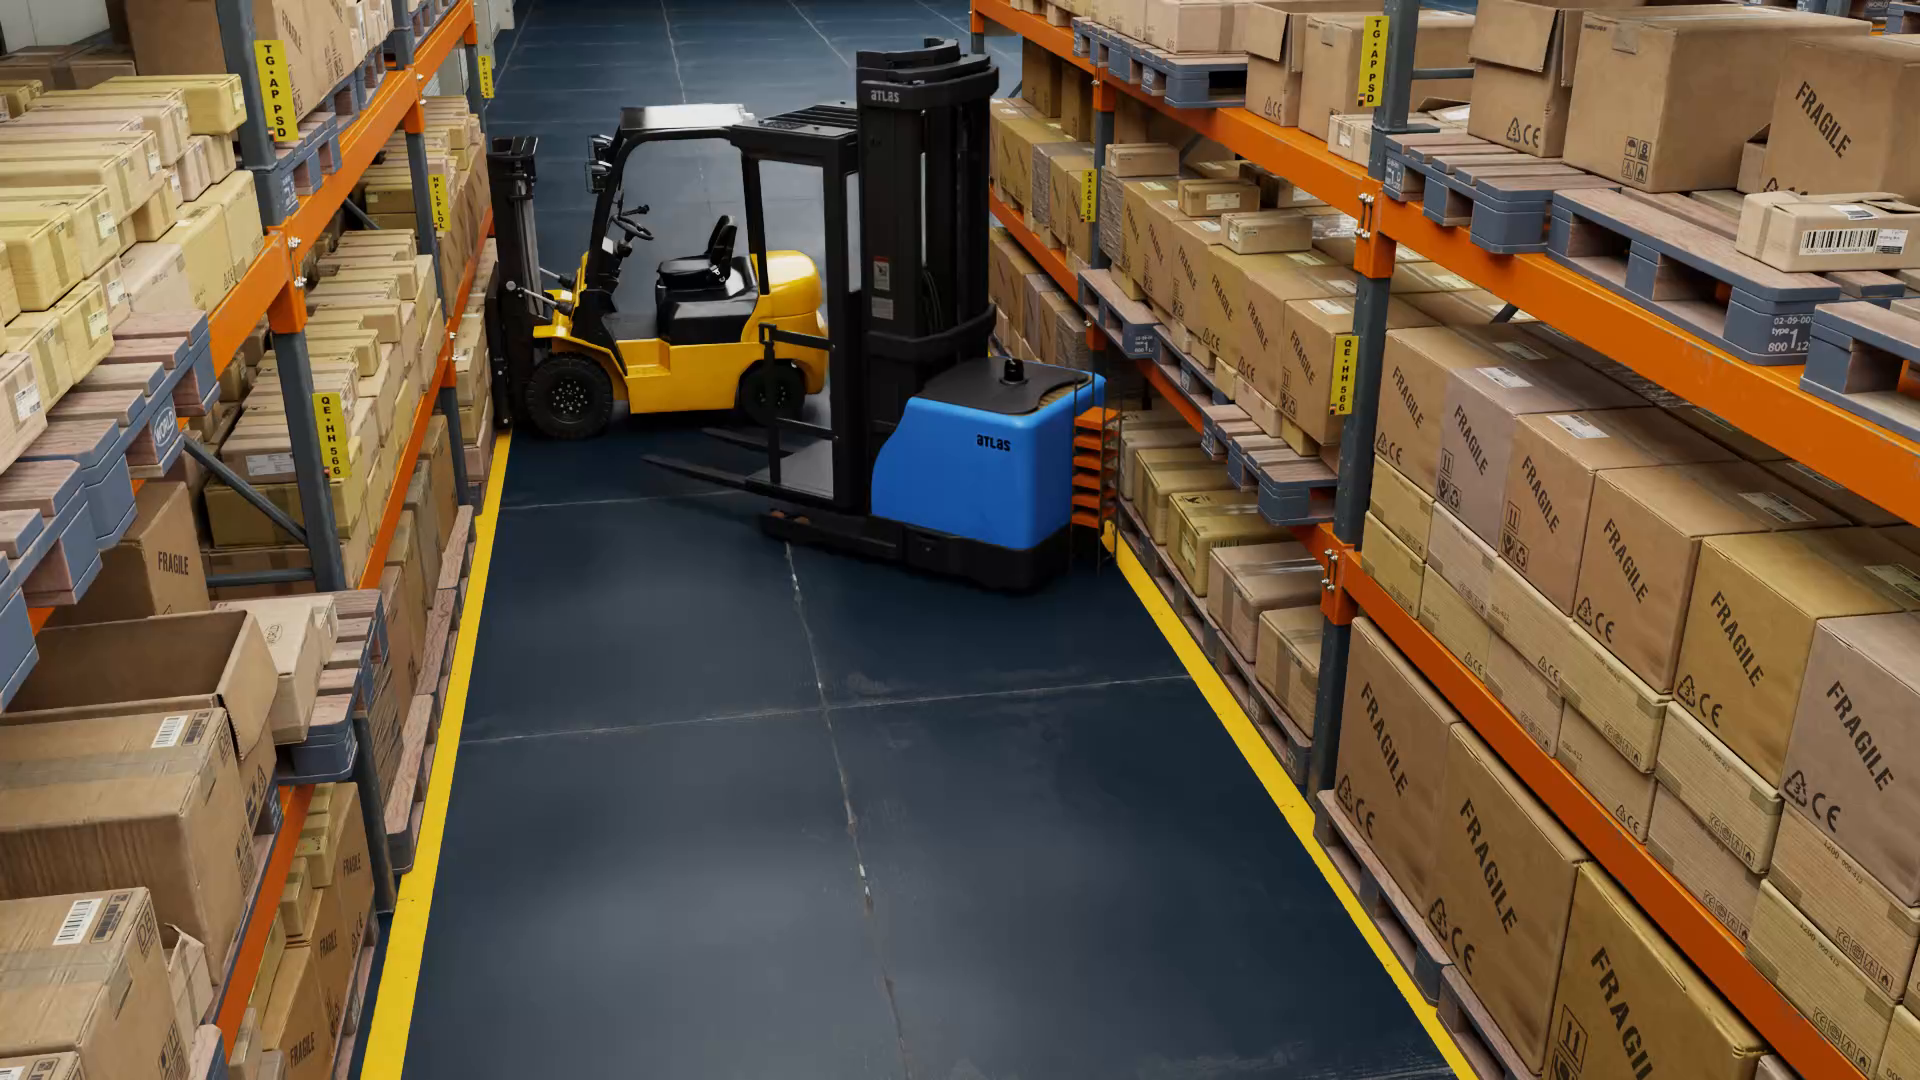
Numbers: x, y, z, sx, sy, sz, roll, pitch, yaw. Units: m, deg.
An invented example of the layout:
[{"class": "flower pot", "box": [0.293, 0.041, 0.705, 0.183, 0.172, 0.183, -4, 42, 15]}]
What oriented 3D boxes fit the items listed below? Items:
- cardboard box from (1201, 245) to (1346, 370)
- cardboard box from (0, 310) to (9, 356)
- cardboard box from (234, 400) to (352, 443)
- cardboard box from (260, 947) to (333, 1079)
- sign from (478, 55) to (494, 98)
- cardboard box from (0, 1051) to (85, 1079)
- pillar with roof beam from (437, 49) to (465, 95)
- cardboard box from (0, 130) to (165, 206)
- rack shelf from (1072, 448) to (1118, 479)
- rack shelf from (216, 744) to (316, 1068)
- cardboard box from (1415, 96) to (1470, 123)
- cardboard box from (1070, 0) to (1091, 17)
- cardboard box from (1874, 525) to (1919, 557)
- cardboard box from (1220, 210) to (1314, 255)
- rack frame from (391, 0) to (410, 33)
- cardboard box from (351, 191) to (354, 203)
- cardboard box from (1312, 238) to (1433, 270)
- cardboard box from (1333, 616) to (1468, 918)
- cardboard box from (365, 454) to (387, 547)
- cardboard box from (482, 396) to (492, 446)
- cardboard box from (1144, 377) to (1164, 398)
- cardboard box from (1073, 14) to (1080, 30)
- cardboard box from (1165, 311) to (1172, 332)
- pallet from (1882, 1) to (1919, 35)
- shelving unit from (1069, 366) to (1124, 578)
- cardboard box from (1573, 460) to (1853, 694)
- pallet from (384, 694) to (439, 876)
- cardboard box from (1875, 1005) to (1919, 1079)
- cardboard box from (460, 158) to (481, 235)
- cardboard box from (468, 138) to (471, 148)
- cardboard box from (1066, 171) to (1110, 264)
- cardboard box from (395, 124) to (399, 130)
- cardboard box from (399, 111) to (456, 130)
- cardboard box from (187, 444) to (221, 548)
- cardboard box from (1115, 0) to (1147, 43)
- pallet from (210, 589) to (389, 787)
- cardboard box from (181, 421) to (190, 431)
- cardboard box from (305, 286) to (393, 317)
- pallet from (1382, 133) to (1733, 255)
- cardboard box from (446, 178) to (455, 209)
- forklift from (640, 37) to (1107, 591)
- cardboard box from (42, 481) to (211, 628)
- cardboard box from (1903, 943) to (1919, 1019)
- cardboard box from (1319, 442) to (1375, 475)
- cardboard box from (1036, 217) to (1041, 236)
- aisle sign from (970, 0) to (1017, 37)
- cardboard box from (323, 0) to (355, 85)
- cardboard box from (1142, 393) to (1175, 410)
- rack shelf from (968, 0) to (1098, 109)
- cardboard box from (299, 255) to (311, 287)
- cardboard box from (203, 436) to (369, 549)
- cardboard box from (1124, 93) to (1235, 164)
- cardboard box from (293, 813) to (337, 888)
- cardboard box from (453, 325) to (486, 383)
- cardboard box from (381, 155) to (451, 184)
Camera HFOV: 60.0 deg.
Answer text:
[{"class": "cardboard box", "box": [1.514, -1.140, 8.092, 0.500, 0.500, 0.500, -6, 24, -13]}, {"class": "cardboard box", "box": [-1.888, -0.350, 2.849, 0.380, 0.149, 0.250, -5, 24, -11]}, {"class": "cardboard box", "box": [-2.625, -0.433, 6.558, 0.380, 0.149, 0.250, -4, 24, -9]}, {"class": "cardboard box", "box": [-2.334, 1.669, 5.279, 0.500, 0.500, 0.500, -3, 24, -7]}, {"class": "sign", "box": [-3.748, -3.658, 13.136, 0.100, 0.325, 0.005, -4, 24, -10]}, {"class": "cardboard box", "box": [-1.935, 1.290, 2.898, 0.700, 0.500, 0.500, -4, 24, -8]}, {"class": "pillar with roof beam", "box": [-3.029, -10.432, 22.892, 9.100, 9.000, 0.400, -4, 24, -10]}, {"class": "cardboard box", "box": [-2.260, -0.938, 4.220, 0.380, 0.149, 0.250, -5, 24, -11]}, {"class": "rack shelf", "box": [0.788, -0.454, 9.601, 0.180, 0.103, 0.258, 14, 27, 29]}, {"class": "rack shelf", "box": [-2.435, 1.279, 4.474, 1.077, 0.370, 4.000, -4, 24, -10]}, {"class": "cardboard box", "box": [2.134, -1.757, 6.944, 0.396, 0.266, 0.258, -4, 24, -10]}, {"class": "cardboard box", "box": [0.986, -3.377, 10.301, 0.500, 0.250, 0.500, -5, 24, -10]}, {"class": "cardboard box", "box": [2.802, 0.273, 4.503, 0.500, 0.500, 0.500, -5, 24, -11]}, {"class": "cardboard box", "box": [1.493, -1.501, 8.108, 0.380, 0.149, 0.250, -5, 24, -12]}, {"class": "rack frame", "box": [-3.545, -4.160, 8.533, 1.000, 3.000, 0.127, -4, 24, -10]}, {"class": "cardboard box", "box": [-4.018, -2.266, 10.755, 0.380, 0.149, 0.250, -4, 24, -8]}, {"class": "cardboard box", "box": [2.009, -1.188, 8.202, 0.500, 0.500, 0.500, -4, 24, -9]}, {"class": "cardboard box", "box": [2.119, 0.852, 6.680, 0.875, 0.875, 0.875, -5, 24, -10]}, {"class": "cardboard box", "box": [-2.735, -0.160, 7.056, 0.500, 0.250, 0.500, -5, 24, -11]}, {"class": "cardboard box", "box": [-3.418, -0.757, 11.146, 0.500, 0.250, 0.500, -5, 24, -11]}, {"class": "cardboard box", "box": [1.489, -1.308, 11.471, 0.500, 0.500, 0.500, -3, 24, -7]}, {"class": "cardboard box", "box": [0.943, -3.346, 10.729, 0.380, 0.149, 0.250, -4, 24, -9]}, {"class": "cardboard box", "box": [1.340, -1.210, 9.062, 0.380, 0.149, 0.250, -4, 24, -9]}, {"class": "pallet", "box": [6.397, -3.116, 10.128, 0.805, 0.209, 1.217, -5, 24, -12]}, {"class": "shelving unit", "box": [0.788, -0.385, 9.632, 0.189, 1.200, 0.258, 14, 27, 29]}, {"class": "cardboard box", "box": [2.195, 0.099, 4.901, 0.500, 0.500, 0.500, -4, 24, -9]}, {"class": "pallet", "box": [-2.919, 1.113, 7.437, 1.003, 0.211, 1.213, -4, 24, -10]}, {"class": "cardboard box", "box": [2.481, 1.278, 3.764, 0.500, 0.250, 0.500, -5, 24, -11]}, {"class": "cardboard box", "box": [-3.753, -2.450, 11.987, 0.500, 0.500, 0.500, -5, 24, -11]}, {"class": "cardboard box", "box": [-3.881, -3.007, 12.452, 0.380, 0.149, 0.250, -4, 24, -9]}, {"class": "cardboard box", "box": [1.006, -2.119, 10.856, 0.500, 0.500, 0.500, -5, 24, -11]}, {"class": "cardboard box", "box": [-4.354, -3.108, 12.311, 0.380, 0.149, 0.250, -4, 24, -9]}, {"class": "cardboard box", "box": [-3.887, -3.040, 12.155, 0.380, 0.149, 0.250, -4, 24, -9]}, {"class": "cardboard box", "box": [-3.161, -0.154, 6.418, 0.500, 0.250, 0.500, -4, 24, -9]}, {"class": "cardboard box", "box": [1.142, -2.819, 8.873, 0.500, 0.250, 0.500, -5, 24, -10]}, {"class": "pallet", "box": [-2.611, 0.512, 5.571, 1.213, 0.211, 1.003, -4, 24, -10]}, {"class": "cardboard box", "box": [-3.222, -0.389, 6.457, 0.380, 0.149, 0.250, -4, 24, -8]}, {"class": "cardboard box", "box": [-2.998, -1.136, 8.168, 0.380, 0.149, 0.250, -4, 24, -9]}, {"class": "pallet", "box": [2.244, -1.245, 5.842, 1.213, 0.211, 1.003, -3, 24, -7]}, {"class": "cardboard box", "box": [-3.443, -2.204, 10.613, 0.380, 0.149, 0.250, -4, 24, -9]}, {"class": "forklift", "box": [-0.642, -1.479, 9.974, 3.031, 2.935, 1.130, 14, 27, 29]}, {"class": "cardboard box", "box": [-2.863, 0.138, 5.537, 0.500, 0.500, 0.500, -3, 24, -7]}, {"class": "cardboard box", "box": [2.492, 1.051, 3.659, 0.500, 0.250, 0.500, -4, 24, -10]}, {"class": "cardboard box", "box": [1.781, -0.395, 7.197, 0.380, 0.149, 0.250, -3, 24, -8]}, {"class": "cardboard box", "box": [0.765, -2.271, 12.016, 0.380, 0.149, 0.250, -5, 24, -11]}, {"class": "aisle sign", "box": [0.277, -4.546, 13.663, 0.394, 0.787, 0.004, -4, 24, -10]}, {"class": "cardboard box", "box": [-2.888, -2.200, 7.017, 0.500, 0.500, 0.500, -4, 24, -8]}, {"class": "cardboard box", "box": [1.489, -0.964, 11.621, 0.500, 0.250, 0.500, -5, 24, -12]}, {"class": "rack shelf", "box": [0.963, -3.612, 11.923, 1.077, 0.370, 4.000, -4, 24, -10]}, {"class": "cardboard box", "box": [-3.647, -1.392, 8.755, 0.380, 0.149, 0.250, -4, 24, -10]}, {"class": "cardboard box", "box": [-2.622, -0.193, 6.506, 0.500, 0.250, 0.500, -4, 24, -10]}, {"class": "cardboard box", "box": [1.465, -2.609, 10.731, 0.700, 0.500, 0.500, -5, 24, -10]}, {"class": "cardboard box", "box": [-2.384, 1.099, 5.775, 0.380, 0.149, 0.250, -6, 24, -12]}, {"class": "cardboard box", "box": [-3.410, -1.217, 10.951, 0.500, 0.250, 0.500, -4, 24, -10]}, {"class": "cardboard box", "box": [-3.452, -2.343, 10.559, 0.380, 0.149, 0.250, -4, 24, -9]}]
